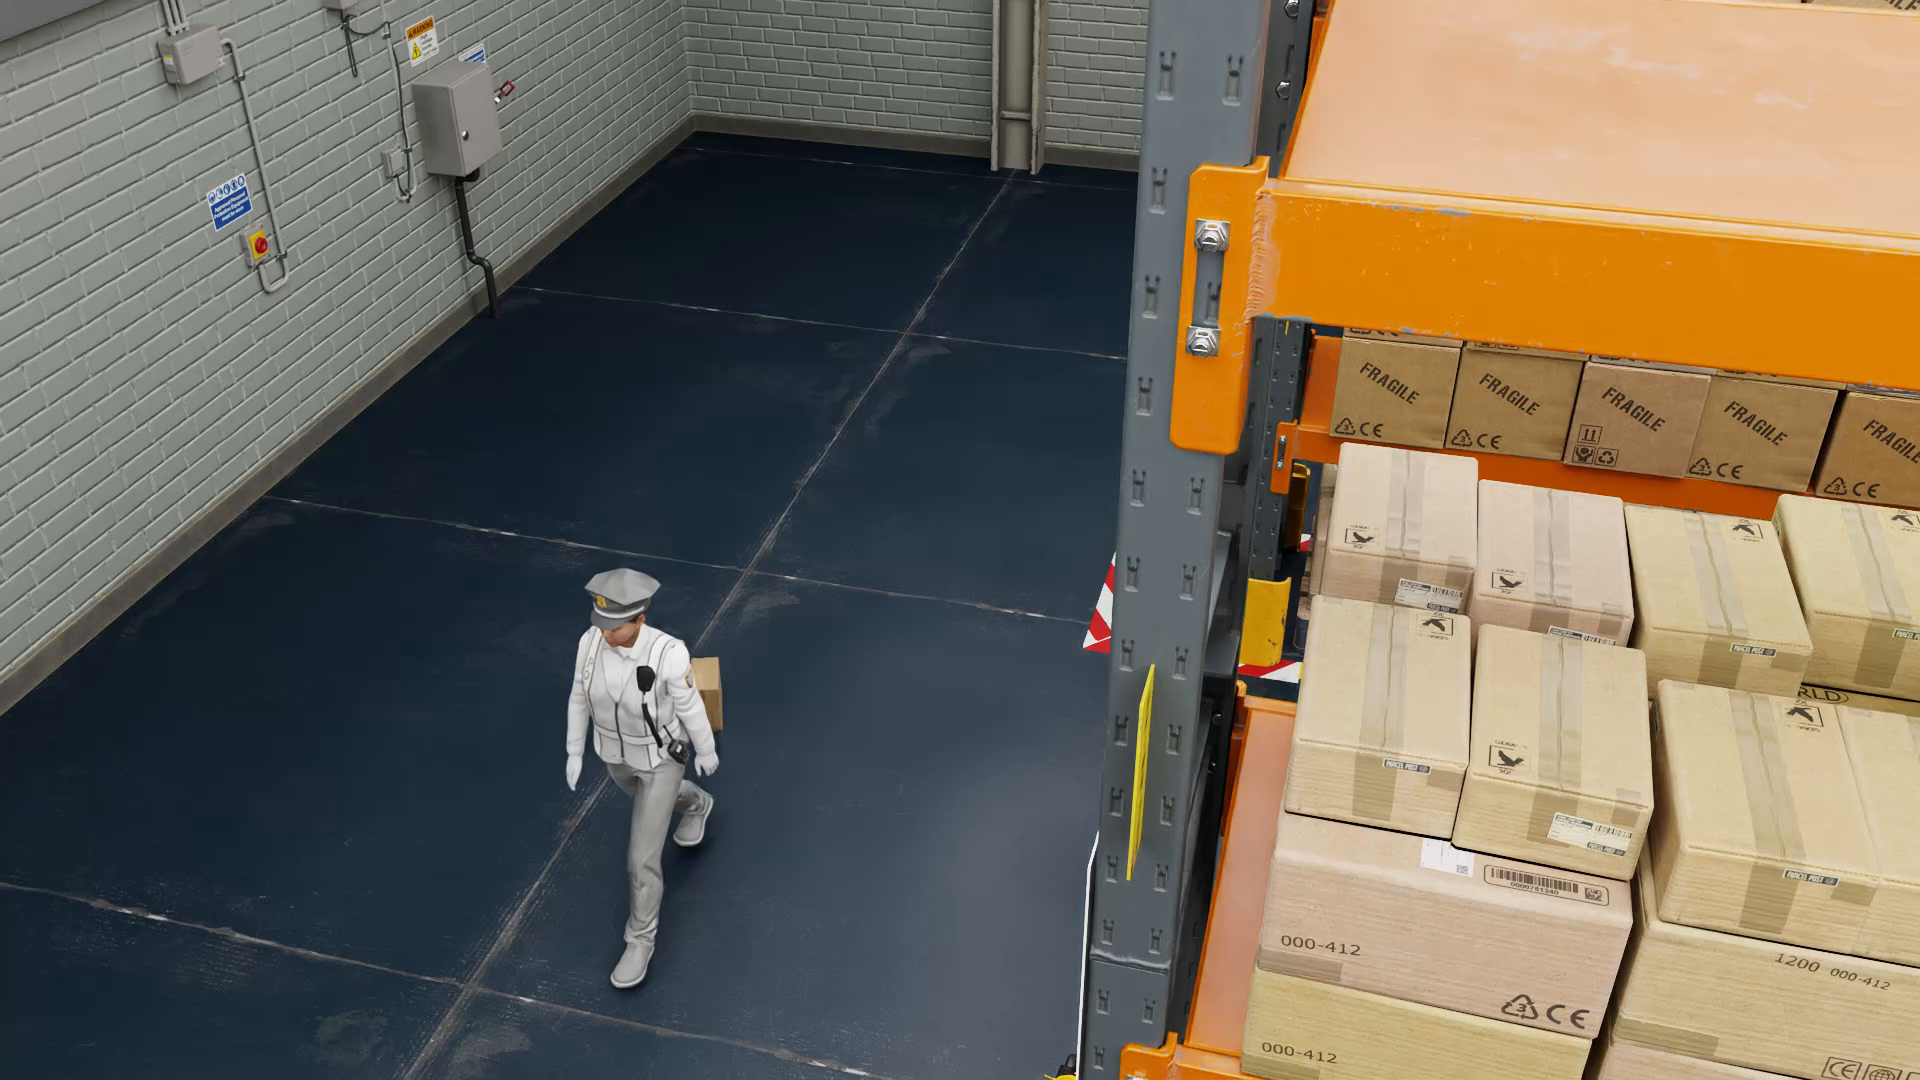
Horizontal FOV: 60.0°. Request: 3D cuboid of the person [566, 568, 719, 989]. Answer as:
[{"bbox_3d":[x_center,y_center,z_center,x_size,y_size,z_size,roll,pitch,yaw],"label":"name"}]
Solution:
[{"bbox_3d":[-1.235,0.805,6.414,0.526,1.617,1.016,12,35,18],"label":"person"}]
